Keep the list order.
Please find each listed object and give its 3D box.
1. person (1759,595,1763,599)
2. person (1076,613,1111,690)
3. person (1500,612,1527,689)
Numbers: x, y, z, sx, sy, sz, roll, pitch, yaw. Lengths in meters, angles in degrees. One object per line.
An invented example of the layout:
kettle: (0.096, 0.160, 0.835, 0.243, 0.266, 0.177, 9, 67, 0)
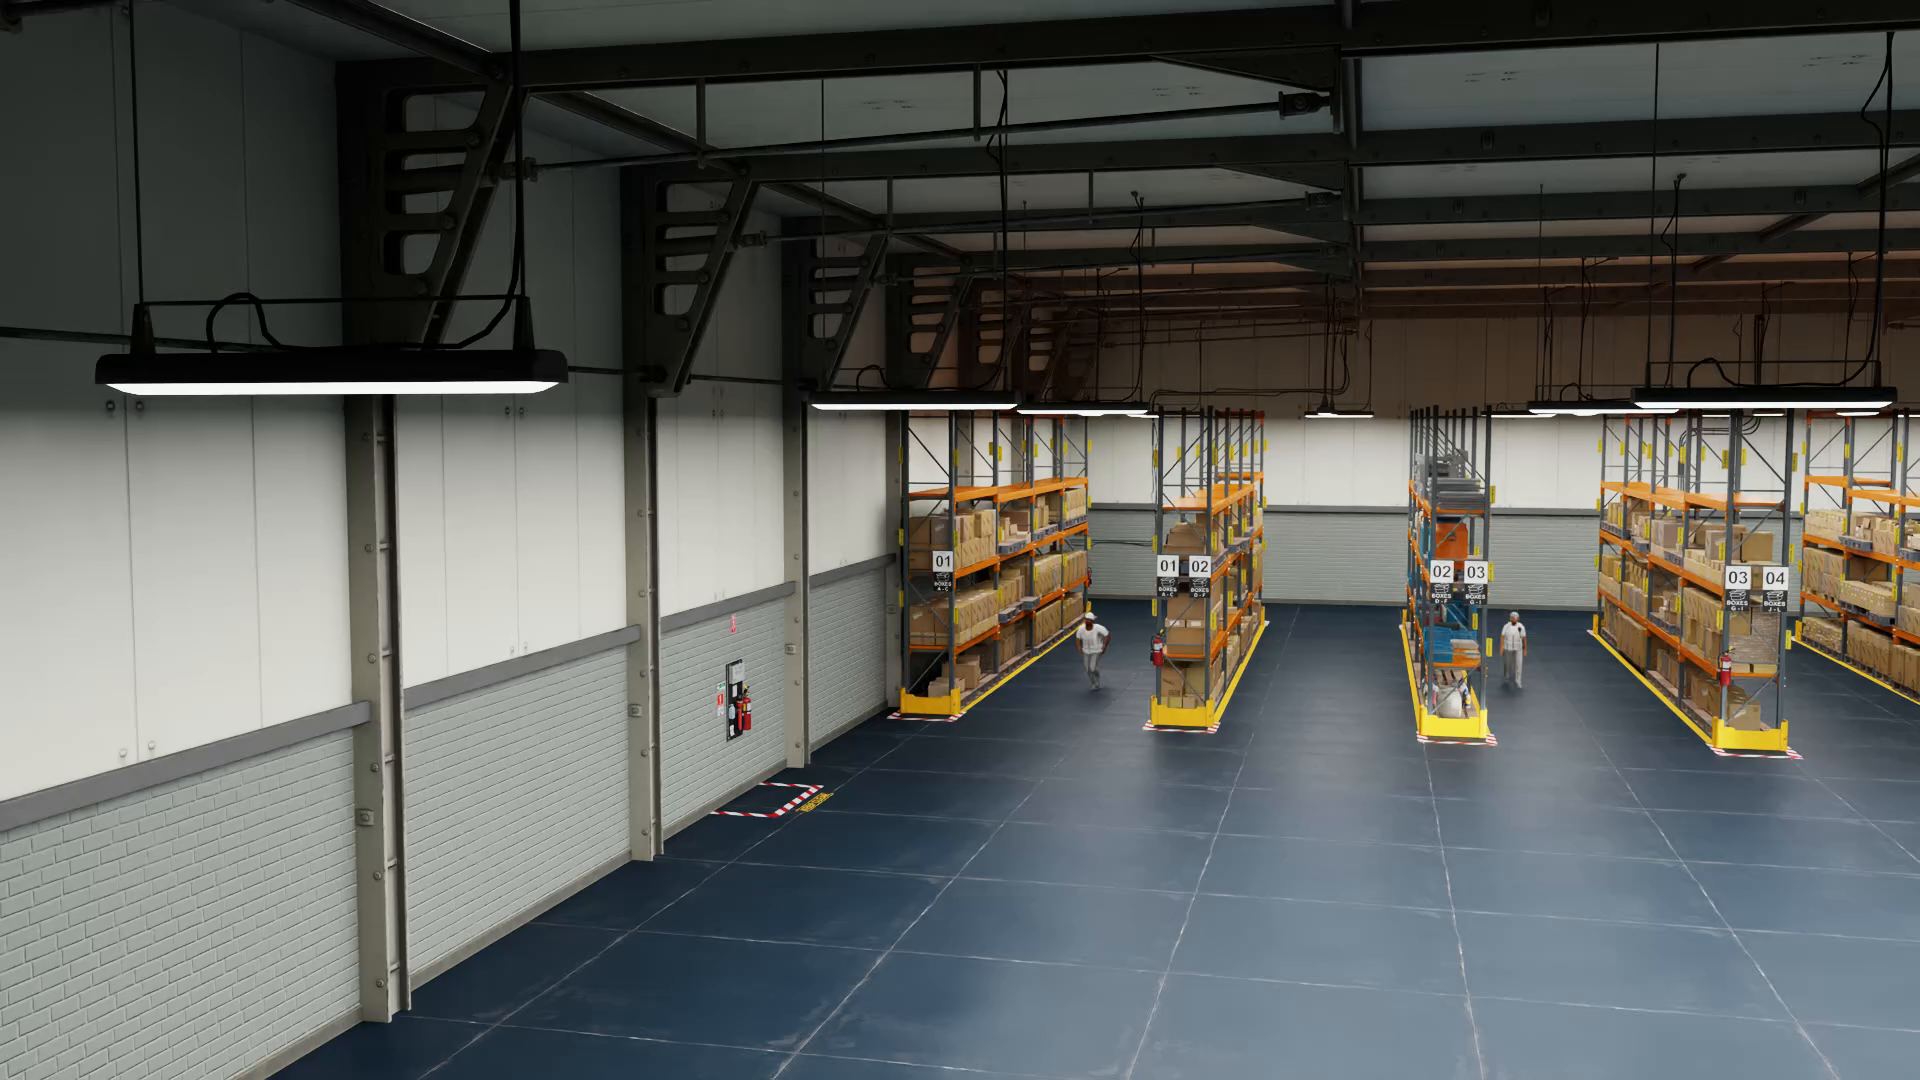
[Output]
person: (20.518, 1.804, 42.139, 0.569, 1.724, 1.034, 1, 4, 15)
person: (2.821, 2.360, 35.217, 0.746, 1.675, 0.682, 2, 5, 26)
person: (11.903, 2.344, 35.762, 0.582, 1.601, 1.053, 1, 4, 12)
